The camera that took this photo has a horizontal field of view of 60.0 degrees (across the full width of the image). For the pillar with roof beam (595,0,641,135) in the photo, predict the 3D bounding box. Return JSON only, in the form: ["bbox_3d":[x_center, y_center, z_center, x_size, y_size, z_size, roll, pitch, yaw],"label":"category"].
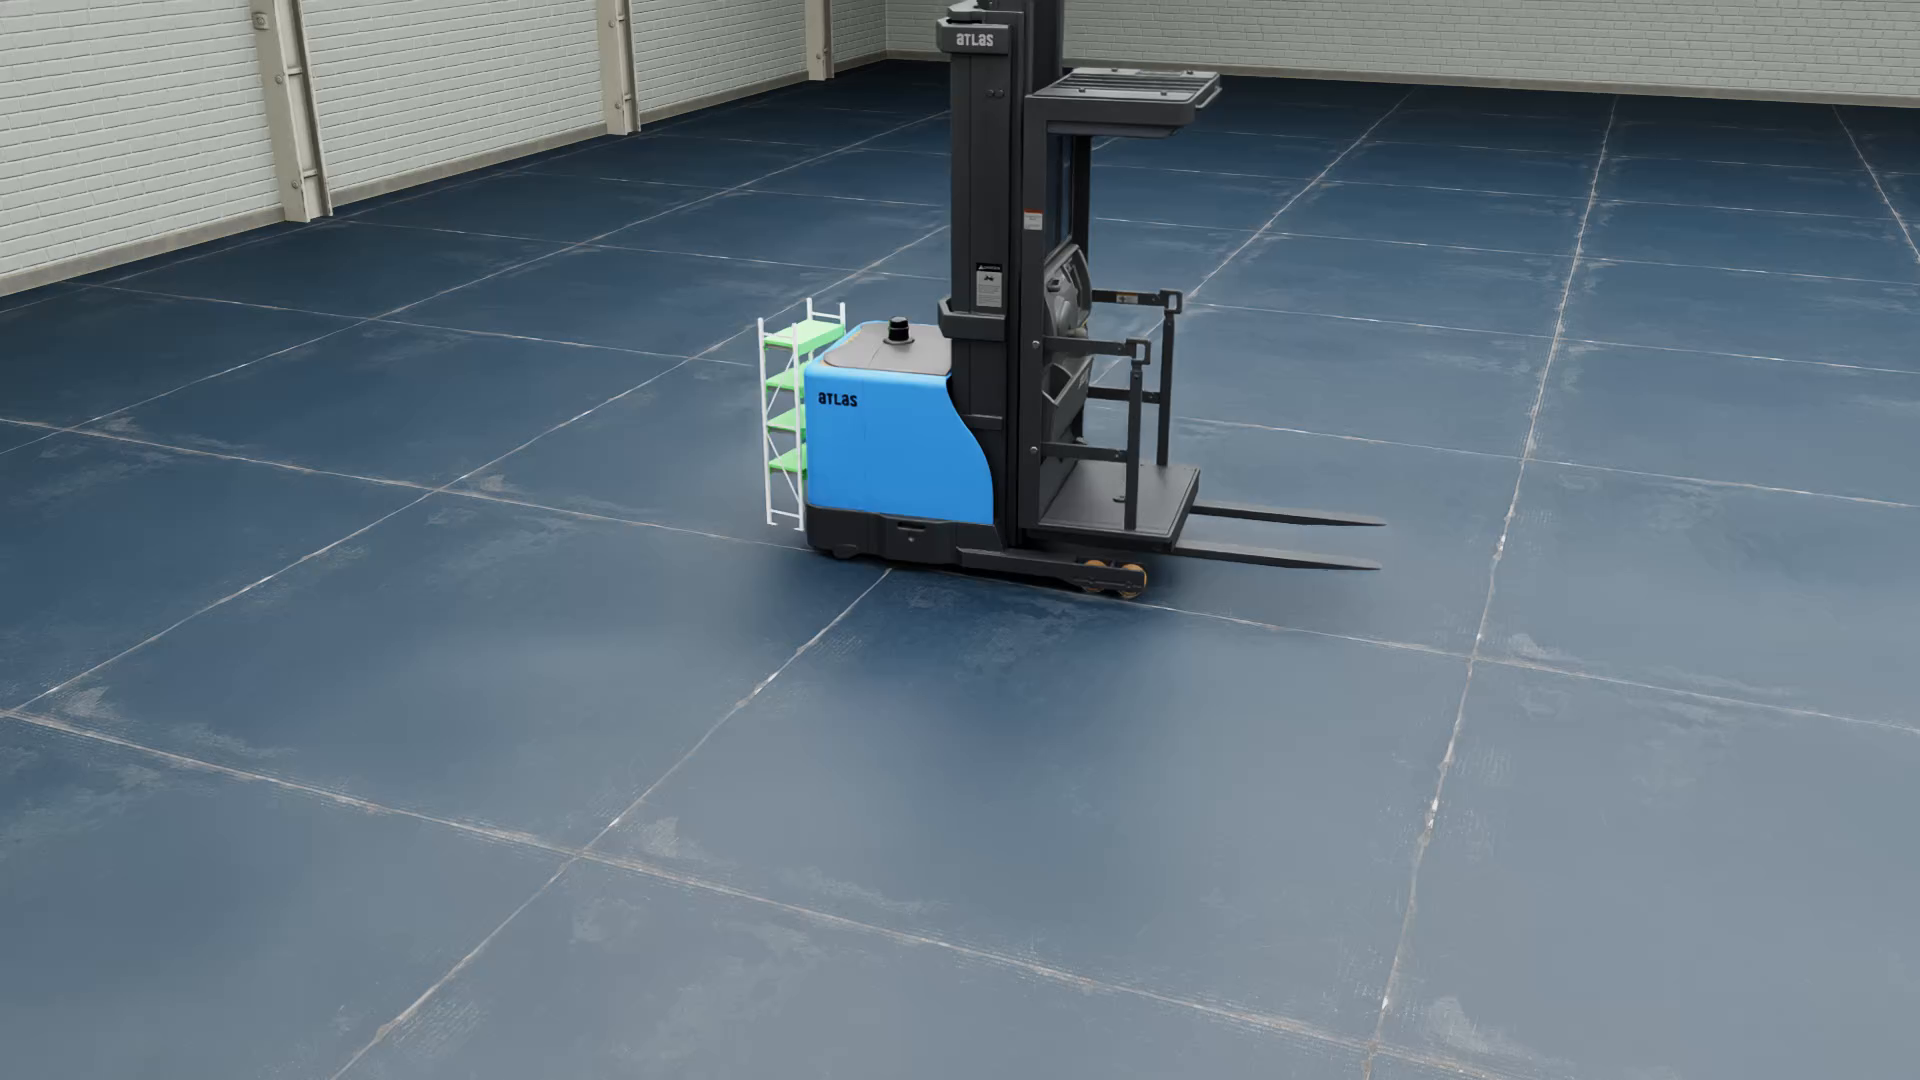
[{"bbox_3d":[-0.539,-9.032,19.197,9.100,9.000,0.400,9,24,20],"label":"pillar with roof beam"}]

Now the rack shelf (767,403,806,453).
[{"bbox_3d":[-0.872,-0.650,9.413,0.258,0.148,0.480,12,25,25],"label":"rack shelf"}]

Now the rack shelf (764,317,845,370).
[{"bbox_3d":[-0.870,-1.093,9.228,0.258,0.148,0.480,12,25,25],"label":"rack shelf"}]

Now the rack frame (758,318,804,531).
[{"bbox_3d":[-0.985,-0.626,9.189,0.240,1.200,0.015,12,25,25],"label":"rack frame"}]

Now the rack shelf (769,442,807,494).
[{"bbox_3d":[-0.872,-0.428,9.505,0.258,0.148,0.480,12,25,25],"label":"rack shelf"}]

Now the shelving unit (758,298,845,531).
[{"bbox_3d":[-0.871,-0.709,9.388,0.258,1.200,0.503,12,25,25],"label":"shelving unit"}]

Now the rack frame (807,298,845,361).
[{"bbox_3d":[-0.757,-0.792,9.588,0.240,1.200,0.015,12,25,25],"label":"rack frame"}]

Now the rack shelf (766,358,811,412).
[{"bbox_3d":[-0.871,-0.871,9.320,0.258,0.148,0.480,12,25,25],"label":"rack shelf"}]

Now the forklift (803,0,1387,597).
[{"bbox_3d":[0.743,-1.286,8.526,3.031,2.935,1.130,6,23,15],"label":"forklift"}]

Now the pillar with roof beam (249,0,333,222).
[{"bbox_3d":[-2.768,-6.884,14.056,9.100,9.000,0.400,9,24,20],"label":"pillar with roof beam"}]

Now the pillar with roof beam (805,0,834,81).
[{"bbox_3d":[1.689,-11.179,24.337,9.100,9.000,0.400,9,24,20],"label":"pillar with roof beam"}]
